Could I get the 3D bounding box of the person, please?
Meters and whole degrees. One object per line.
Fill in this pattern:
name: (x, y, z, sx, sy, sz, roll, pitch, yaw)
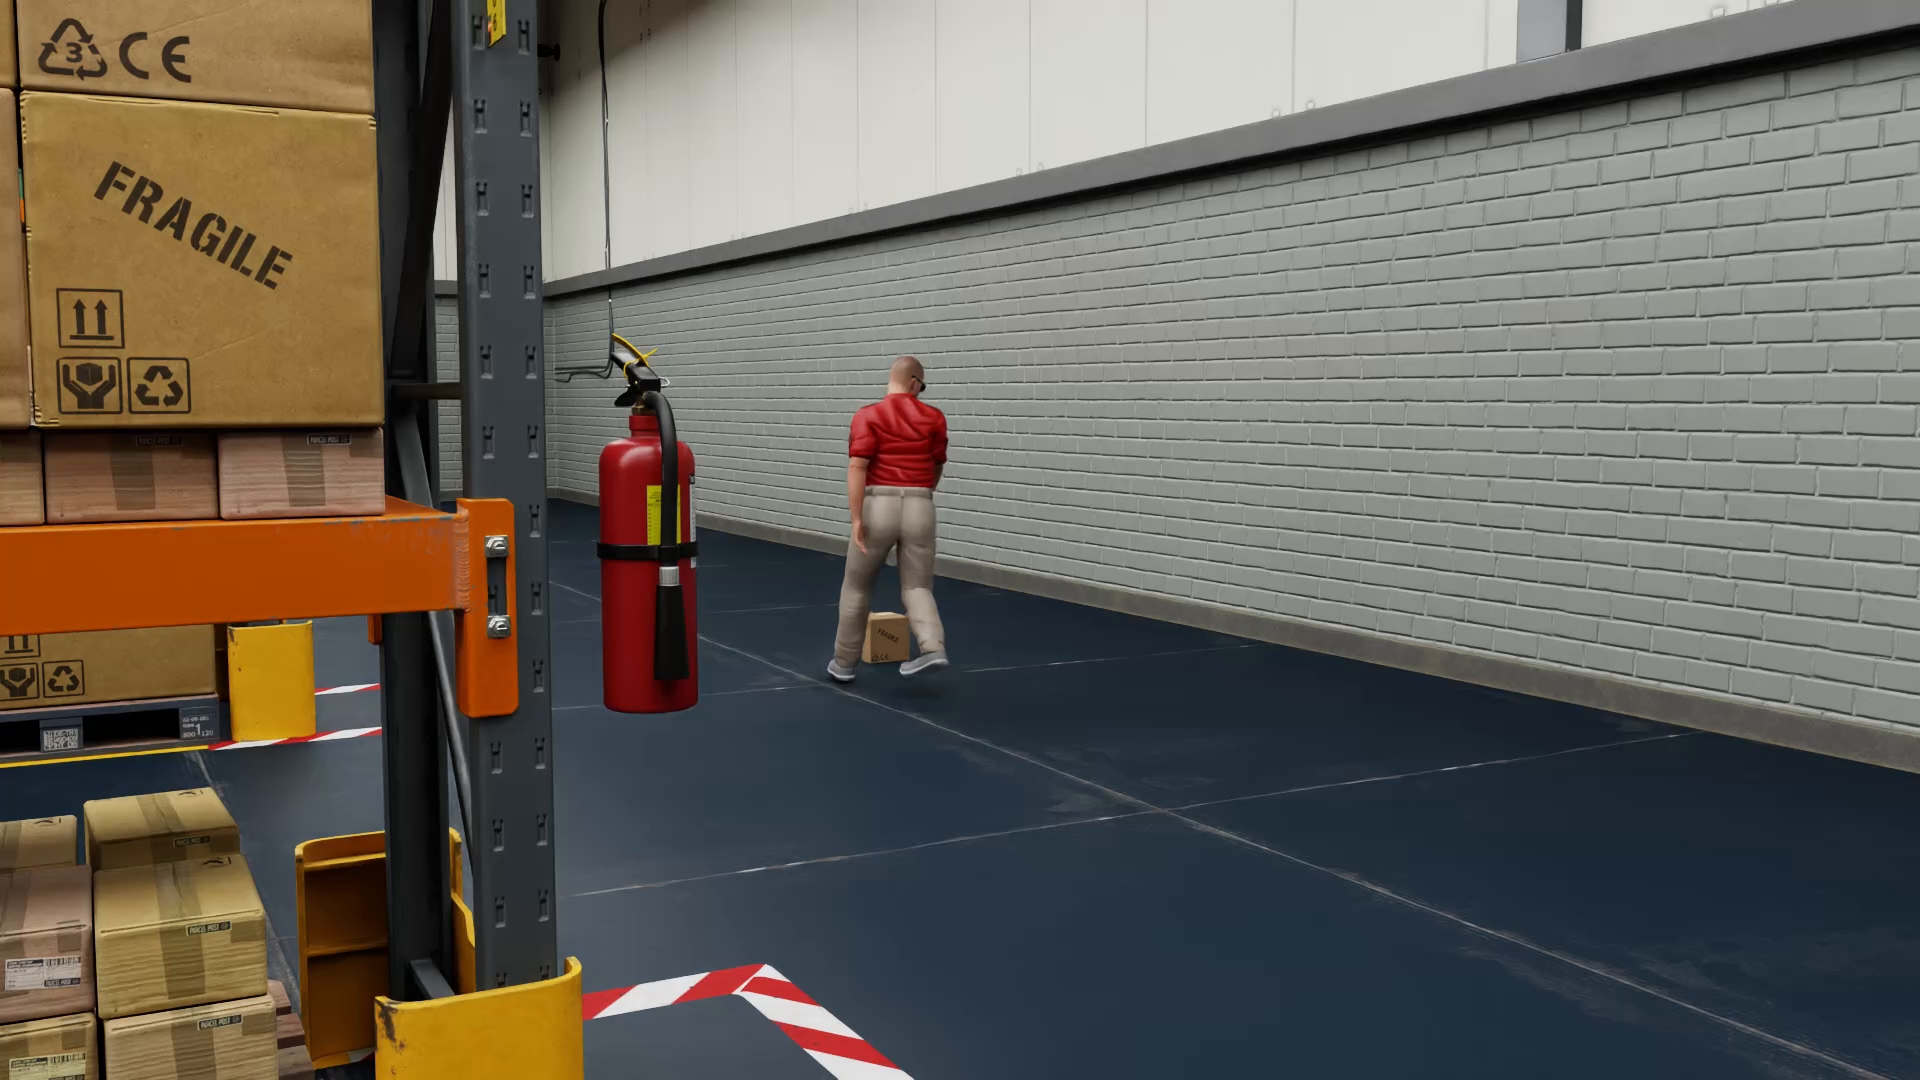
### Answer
person: (-0.350, -0.102, 8.549, 0.592, 1.681, 0.816, -1, 5, -12)
